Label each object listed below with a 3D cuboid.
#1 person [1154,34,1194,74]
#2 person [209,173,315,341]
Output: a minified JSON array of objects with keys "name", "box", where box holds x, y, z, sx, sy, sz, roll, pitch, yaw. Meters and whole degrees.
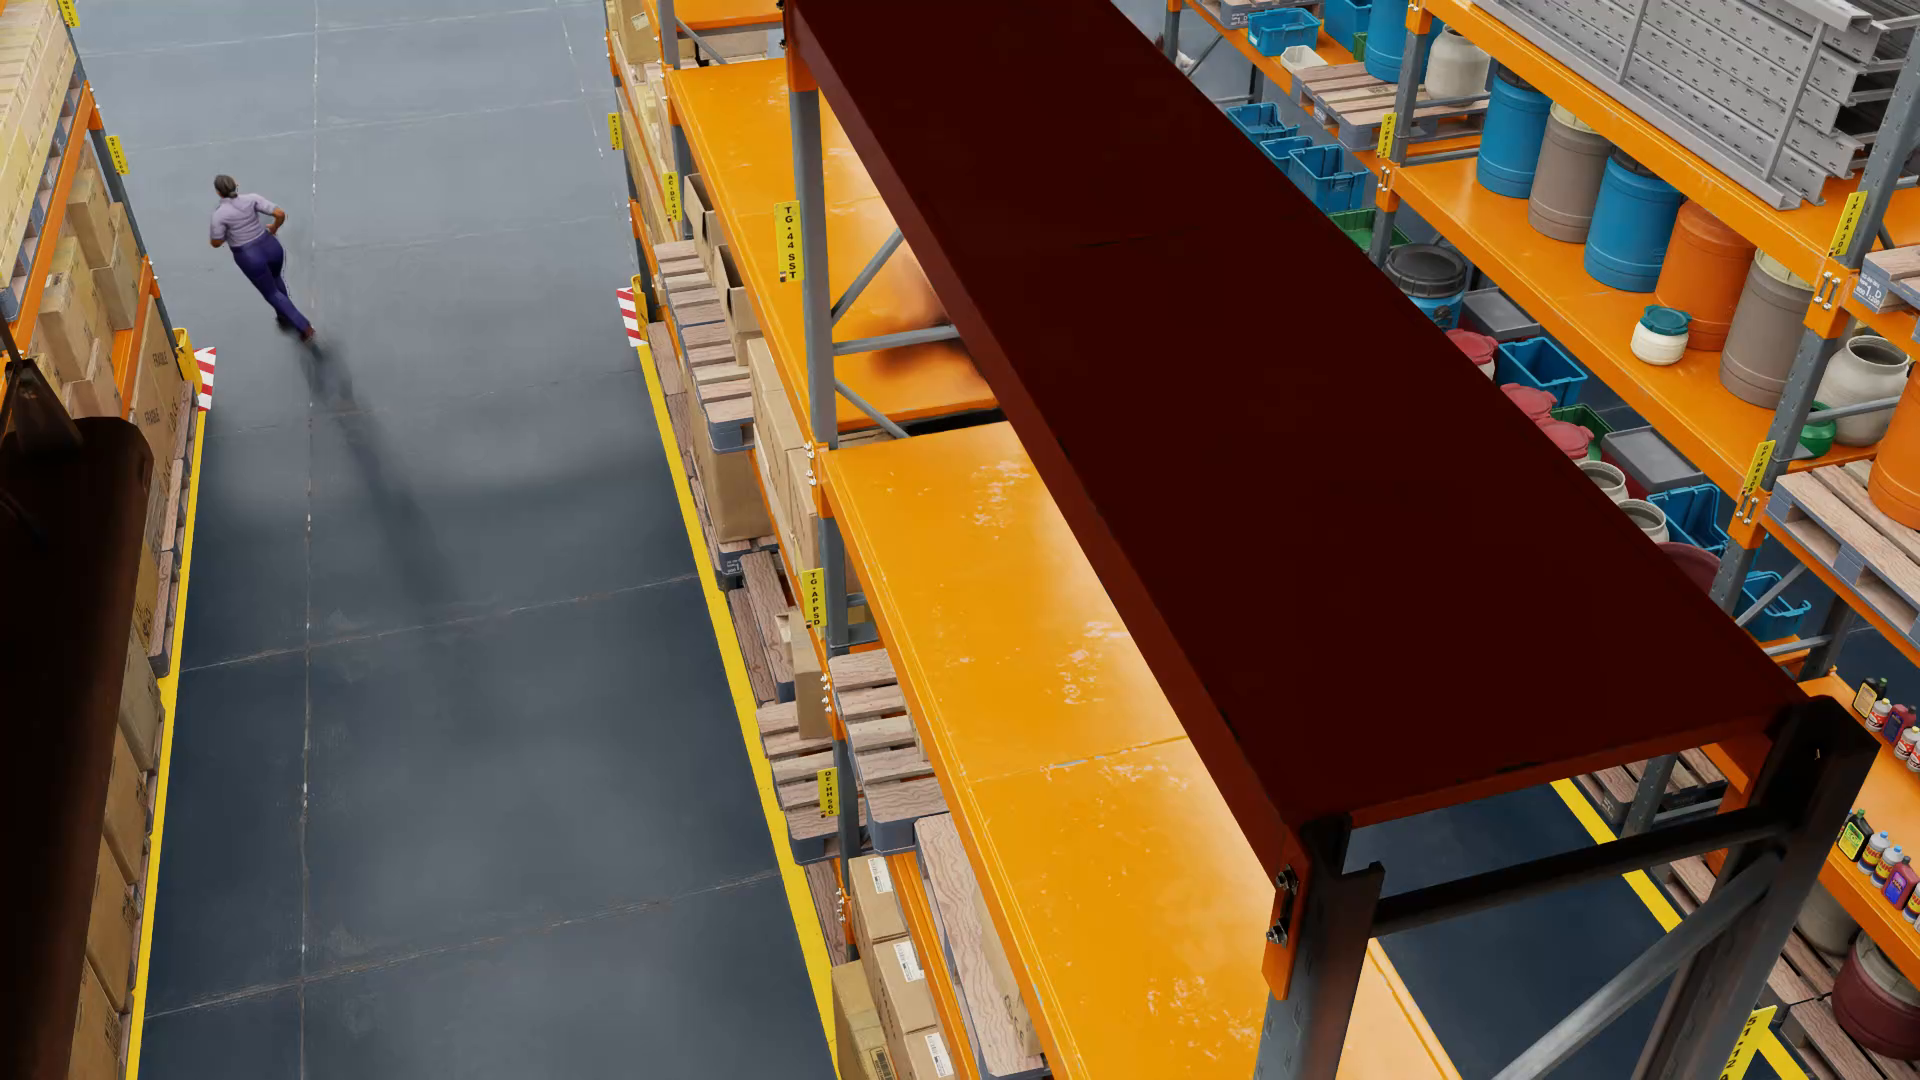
[{"name":"person","box":[2.202,-4.486,17.234,0.643,1.604,0.593,12,40,15]},{"name":"person","box":[-6.181,-2.432,14.620,0.839,1.681,0.613,27,46,30]}]
